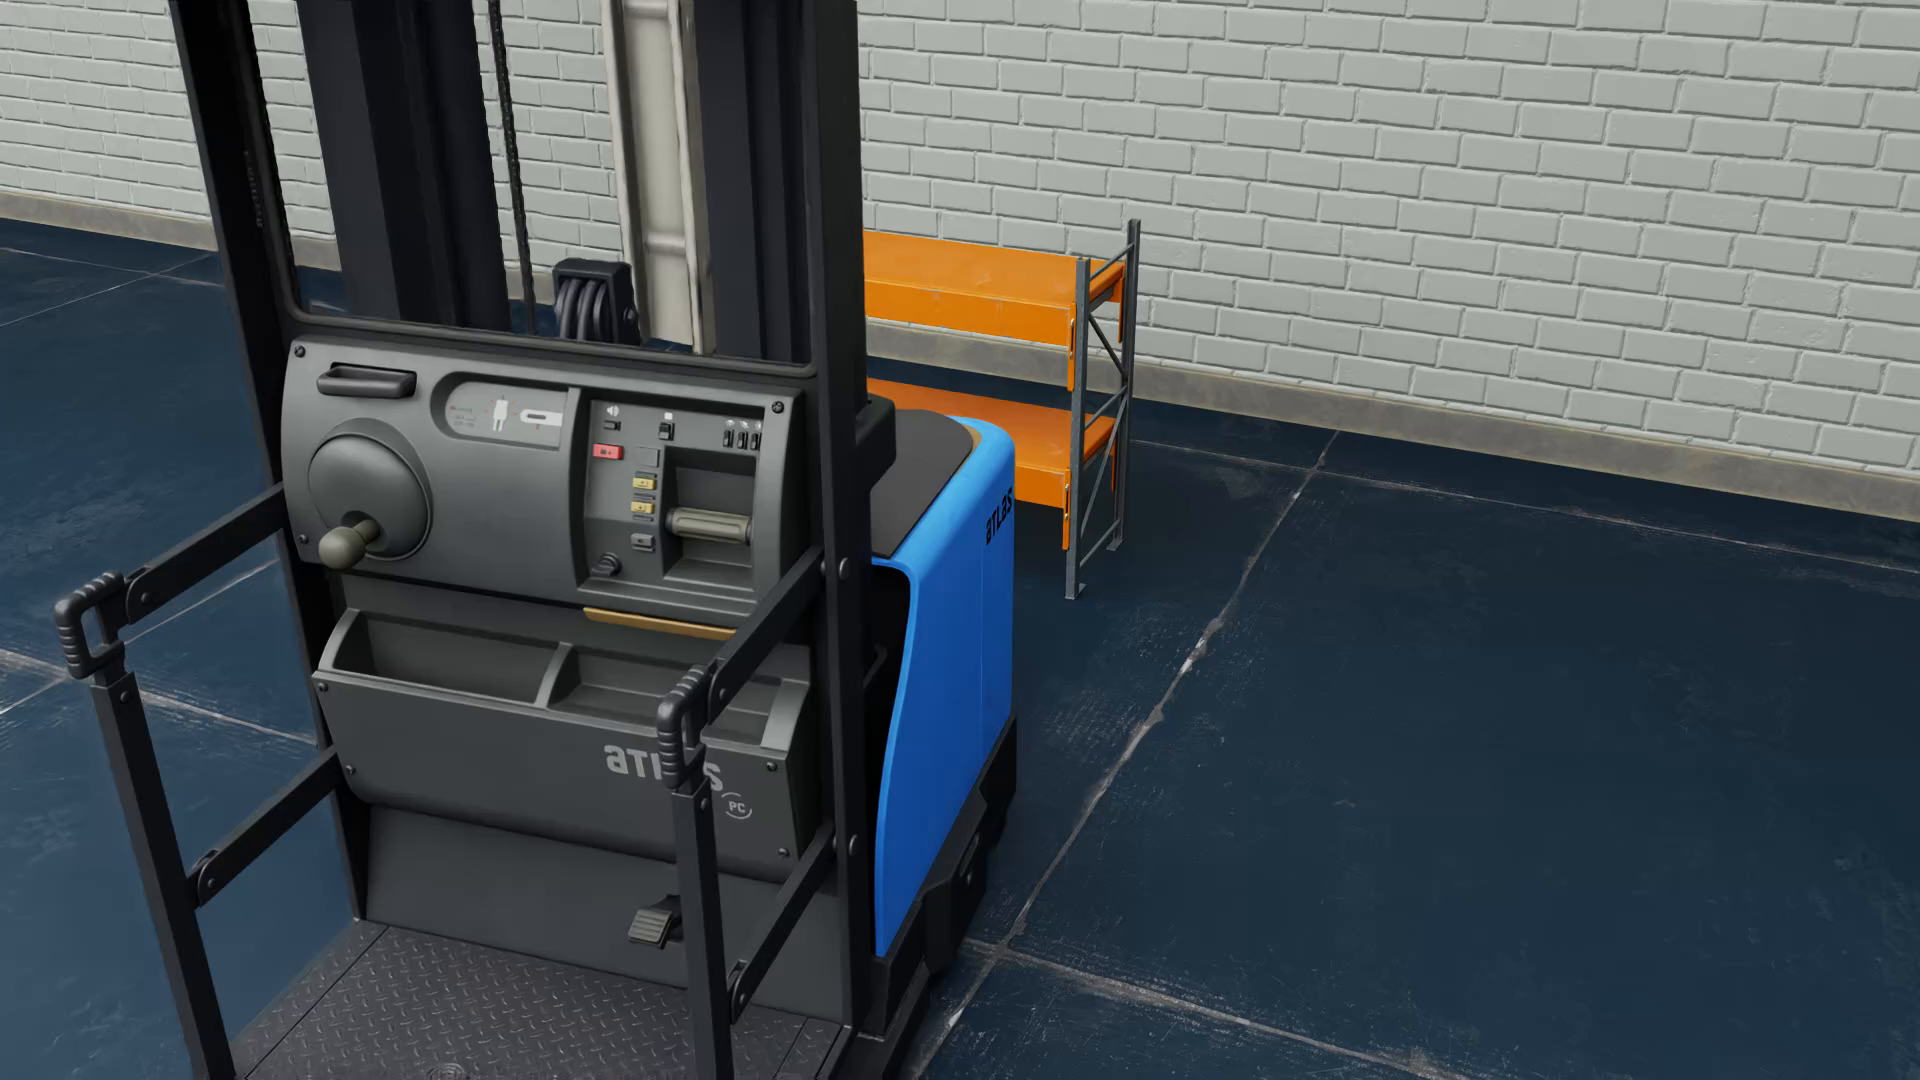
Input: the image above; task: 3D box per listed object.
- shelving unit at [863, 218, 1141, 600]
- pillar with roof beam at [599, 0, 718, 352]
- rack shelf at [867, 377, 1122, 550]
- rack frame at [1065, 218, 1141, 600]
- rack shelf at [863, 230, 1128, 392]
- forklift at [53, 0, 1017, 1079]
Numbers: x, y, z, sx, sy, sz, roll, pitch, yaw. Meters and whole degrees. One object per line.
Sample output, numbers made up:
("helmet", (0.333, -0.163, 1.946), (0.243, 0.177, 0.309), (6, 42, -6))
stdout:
("shelving unit", (-0.006, -0.506, 5.504), (1.048, 1.125, 0.538), (11, 28, 22))
("pillar with roof beam", (-3.048, -3.245, 2.153), (0.400, 9.000, 9.100), (11, 28, 22))
("rack shelf", (-0.006, -0.287, 5.612), (1.000, 0.278, 0.538), (11, 28, 22))
("rack frame", (0.457, -0.413, 5.315), (0.032, 1.125, 0.500), (11, 28, 22))
("rack shelf", (-0.006, -0.768, 5.375), (1.000, 0.278, 0.538), (11, 28, 22))
("forklift", (-0.775, -0.070, 2.575), (1.130, 2.935, 3.031), (8, 27, 15))
